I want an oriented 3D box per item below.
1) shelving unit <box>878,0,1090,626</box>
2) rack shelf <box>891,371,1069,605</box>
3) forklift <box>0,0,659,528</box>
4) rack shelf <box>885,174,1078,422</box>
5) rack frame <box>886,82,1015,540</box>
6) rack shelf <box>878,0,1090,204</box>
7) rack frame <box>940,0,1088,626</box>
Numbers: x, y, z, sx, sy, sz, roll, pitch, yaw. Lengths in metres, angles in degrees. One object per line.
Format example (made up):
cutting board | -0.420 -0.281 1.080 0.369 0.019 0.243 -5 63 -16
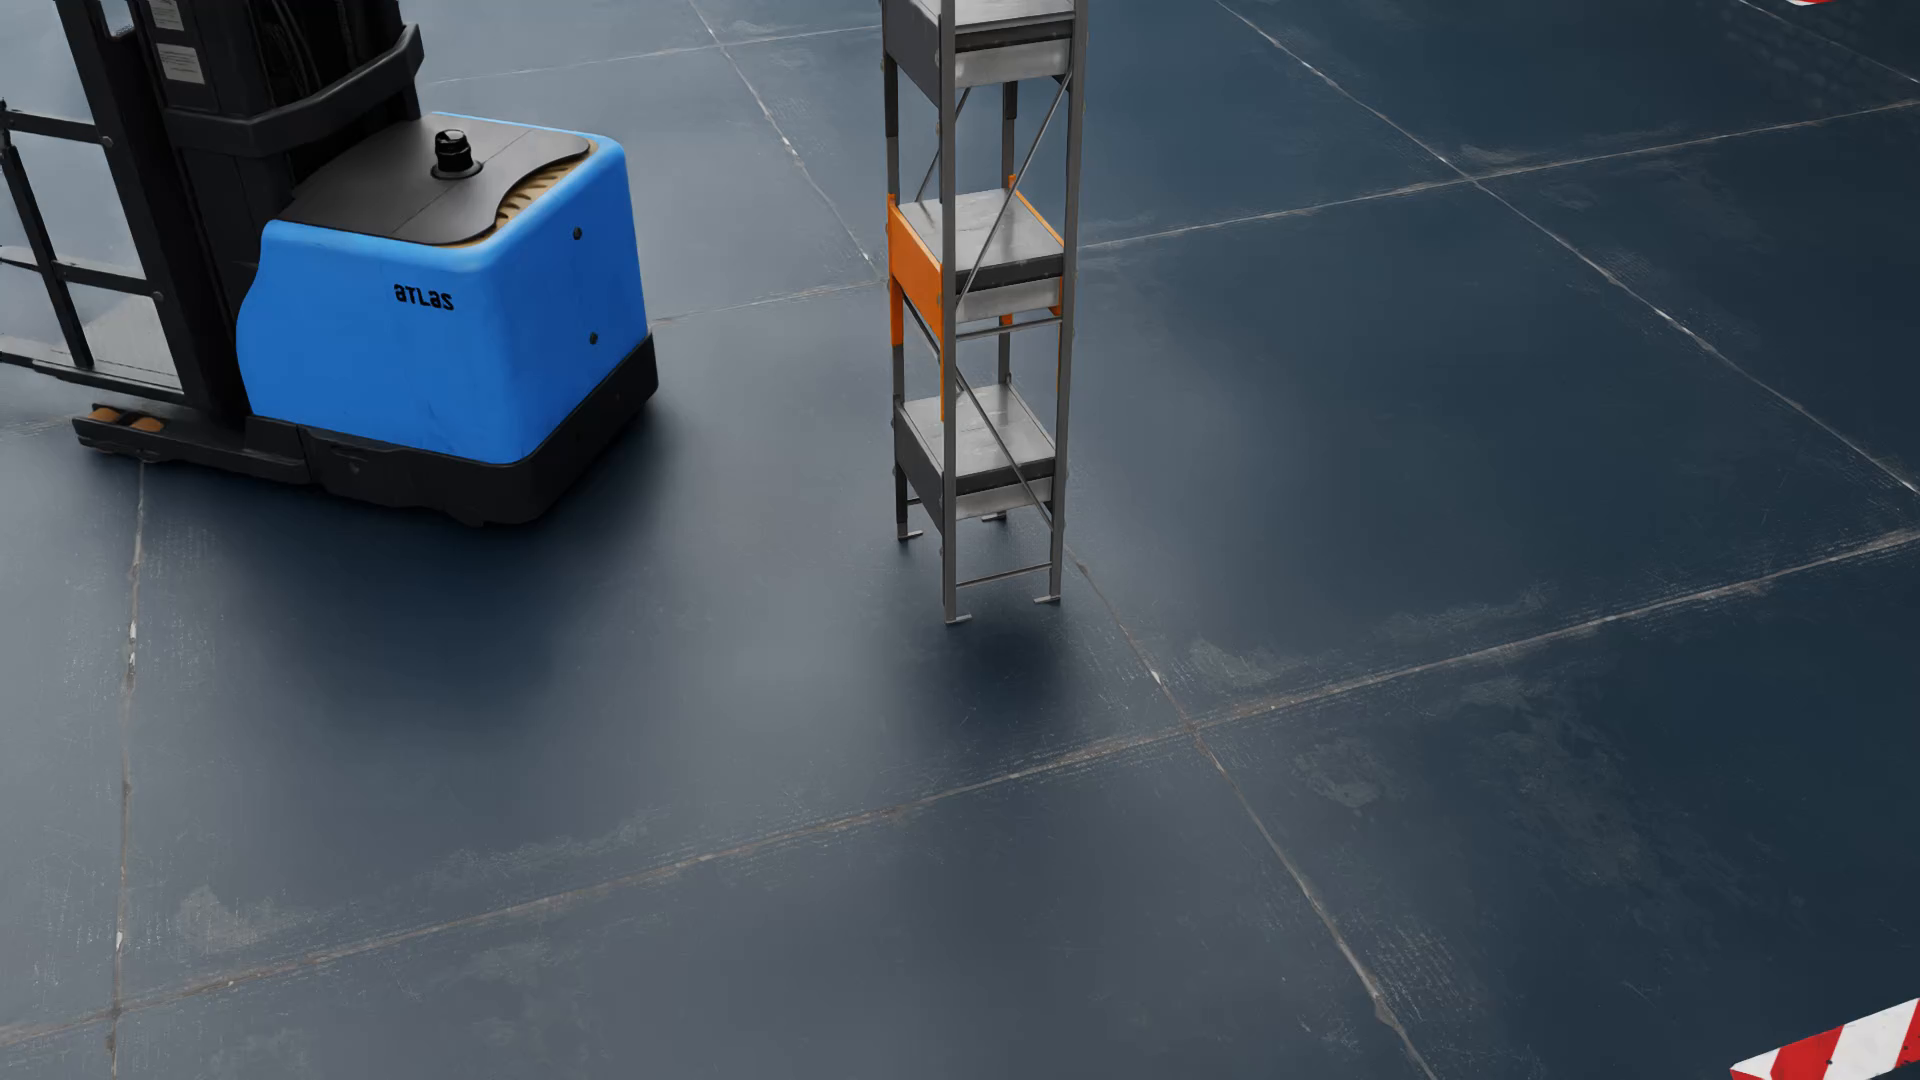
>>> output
shelving unit | 0.057 -0.745 4.994 0.431 2.100 0.503 -12 39 -16
rack shelf | 0.057 -0.175 5.423 0.431 0.518 0.480 -12 39 -16
forklift | -2.737 -1.742 5.626 3.031 2.935 1.130 12 39 15
rack shelf | 0.057 -0.734 5.002 0.431 0.518 0.480 -12 39 -16
rack frame | -0.027 -0.883 5.177 0.400 2.100 0.015 -12 39 -16
rack shelf | 0.057 -1.293 4.581 0.431 0.518 0.480 -12 39 -16
rack frame | 0.141 -0.607 4.811 0.400 2.100 0.015 -12 39 -16
